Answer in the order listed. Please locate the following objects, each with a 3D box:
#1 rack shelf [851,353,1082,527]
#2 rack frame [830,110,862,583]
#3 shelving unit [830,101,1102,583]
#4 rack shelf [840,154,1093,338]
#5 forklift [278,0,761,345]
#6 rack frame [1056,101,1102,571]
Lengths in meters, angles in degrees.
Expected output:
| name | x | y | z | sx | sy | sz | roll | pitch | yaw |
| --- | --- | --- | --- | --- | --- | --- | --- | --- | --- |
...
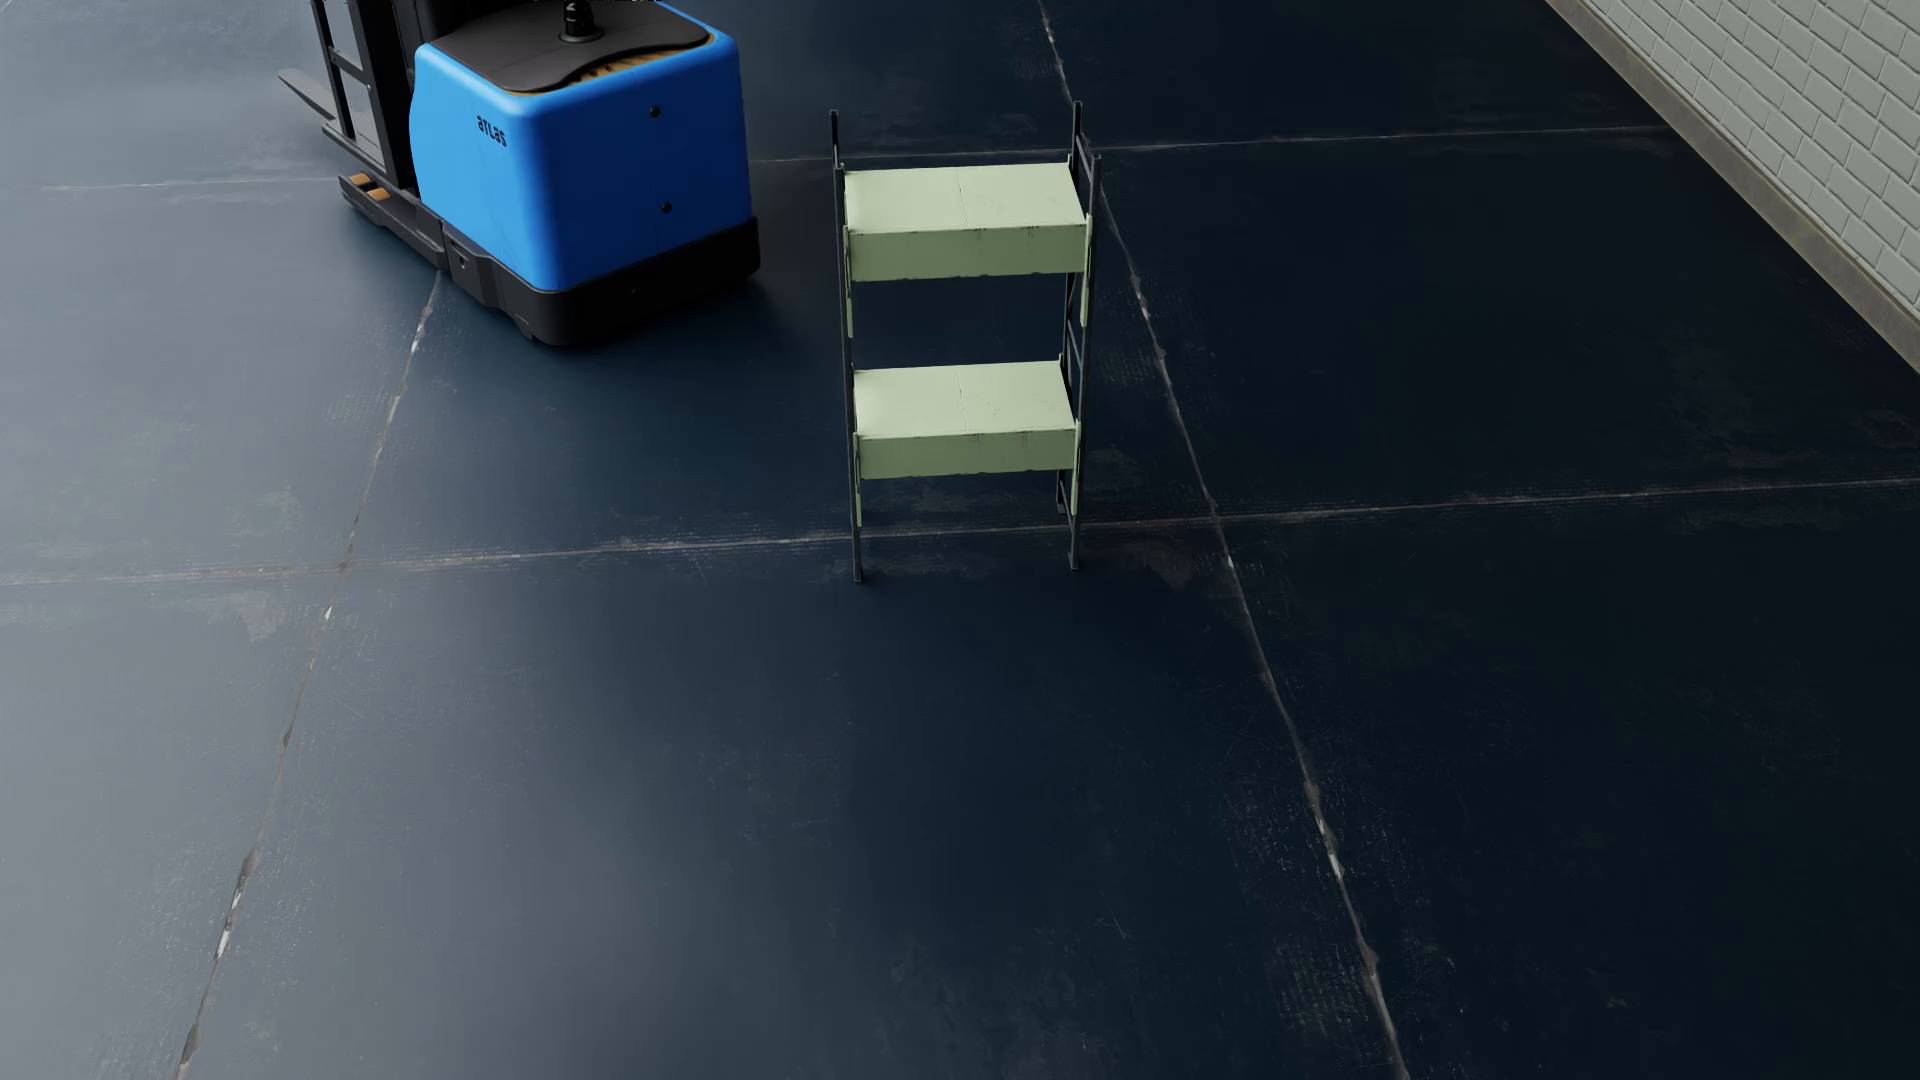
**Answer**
| name | x | y | z | sx | sy | sz | roll | pitch | yaw |
| --- | --- | --- | --- | --- | --- | --- | --- | --- | --- |
| rack shelf | 0.007 | -0.333 | 5.488 | 0.720 | 0.370 | 0.431 | -3 | 38 | -4 |
| rack frame | -0.358 | -0.569 | 5.260 | 0.023 | 1.500 | 0.400 | -3 | 38 | -4 |
| shelving unit | 0.007 | -0.589 | 5.286 | 0.755 | 1.500 | 0.431 | -3 | 38 | -4 |
| rack shelf | 0.007 | -0.896 | 5.044 | 0.720 | 0.370 | 0.431 | -3 | 38 | -4 |
| forklift | -2.197 | -2.762 | 6.885 | 1.130 | 2.935 | 3.031 | -28 | 46 | -31 |
| rack frame | 0.371 | -0.609 | 5.311 | 0.023 | 1.500 | 0.400 | -3 | 38 | -4 |
